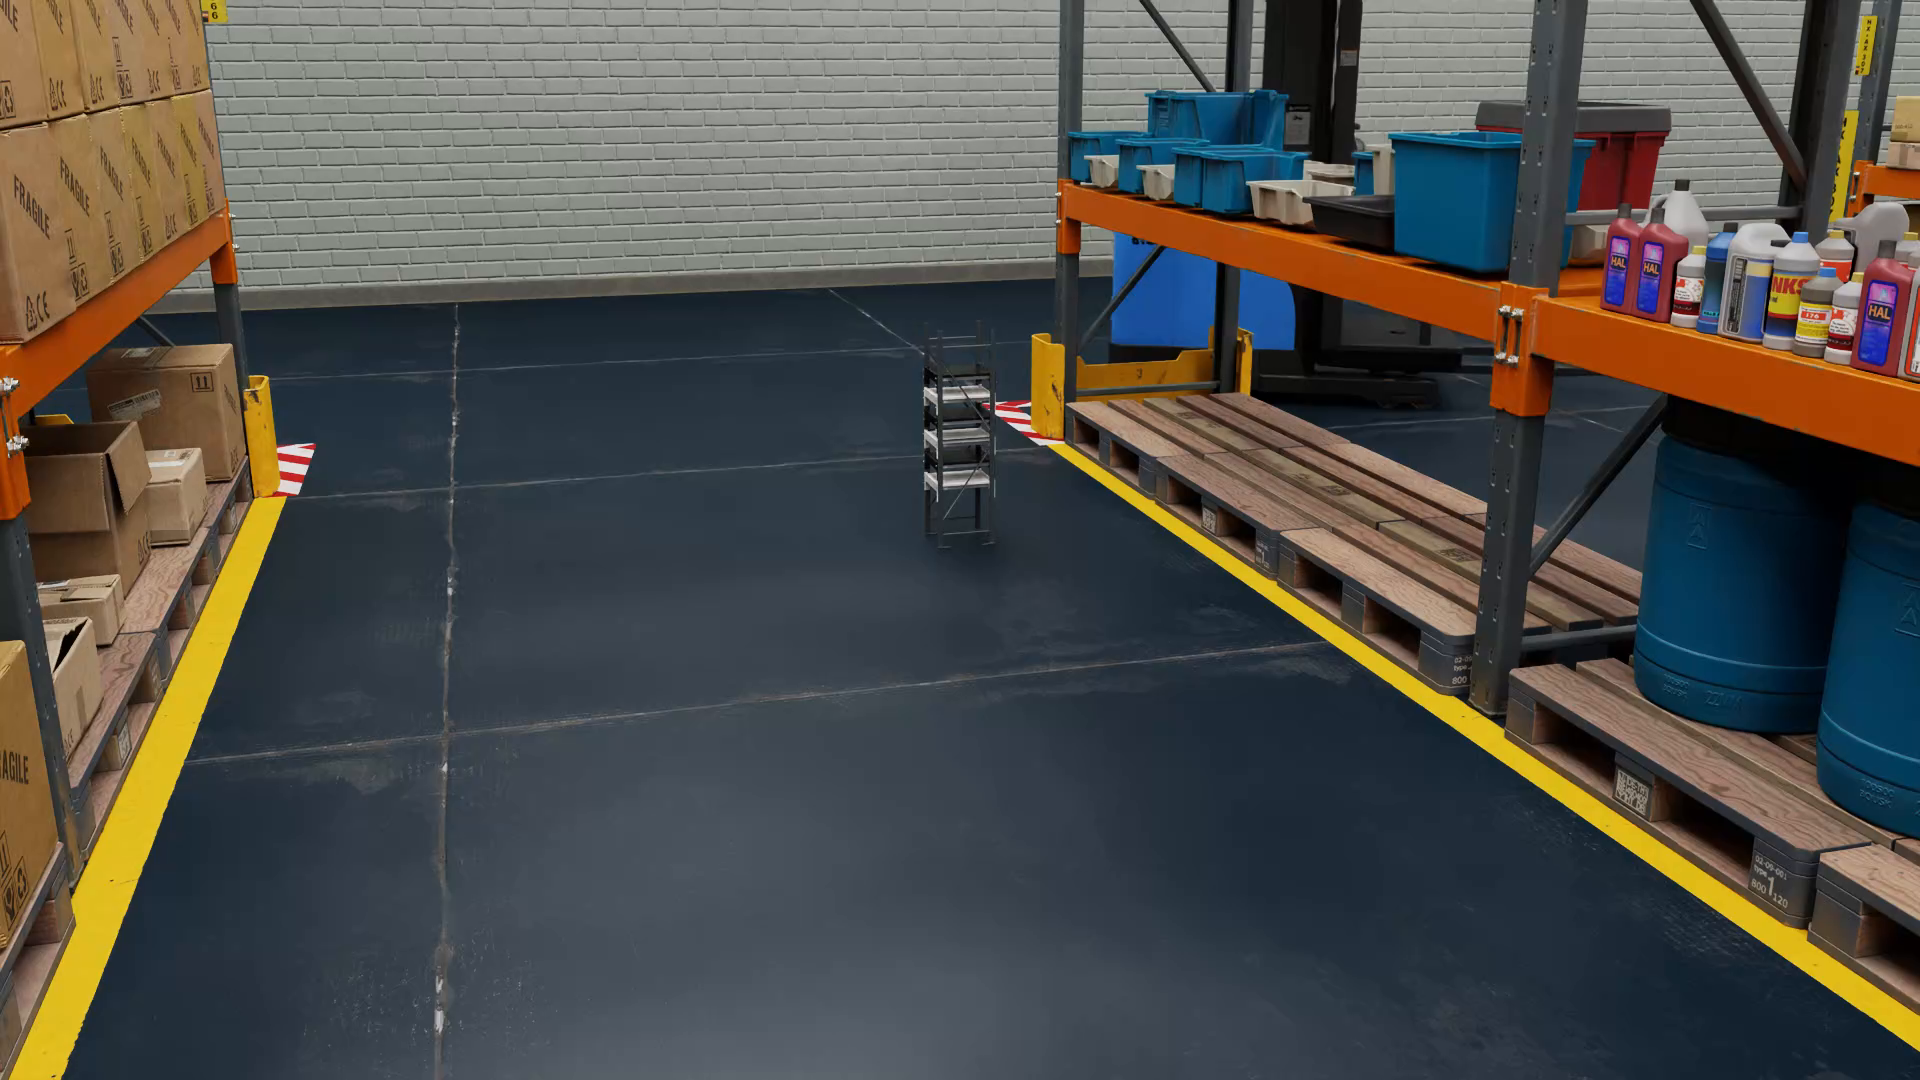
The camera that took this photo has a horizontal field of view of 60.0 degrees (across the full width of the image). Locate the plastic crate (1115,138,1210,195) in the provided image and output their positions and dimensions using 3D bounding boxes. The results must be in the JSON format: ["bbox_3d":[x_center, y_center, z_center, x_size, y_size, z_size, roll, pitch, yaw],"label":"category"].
[{"bbox_3d":[0.926,-1.720,7.652,0.416,0.233,0.300,-5,17,-15],"label":"plastic crate"}]

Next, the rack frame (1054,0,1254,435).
[{"bbox_3d":[0.994,-2.048,8.557,1.000,3.000,0.127,-5,17,-15],"label":"rack frame"}]

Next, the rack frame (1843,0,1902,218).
[{"bbox_3d":[5.757,-2.440,9.860,1.000,3.000,0.127,-5,17,-15],"label":"rack frame"}]

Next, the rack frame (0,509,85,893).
[{"bbox_3d":[-2.670,-0.551,3.573,1.000,3.000,0.127,-5,17,-15],"label":"rack frame"}]

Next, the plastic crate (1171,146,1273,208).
[{"bbox_3d":[1.107,-1.538,7.046,0.416,0.233,0.300,-5,17,-15],"label":"plastic crate"}]

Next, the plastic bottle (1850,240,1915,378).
[{"bbox_3d":[2.028,-0.505,3.622,0.061,0.283,0.133,-5,17,-15],"label":"plastic bottle"}]

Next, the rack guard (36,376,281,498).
[{"bbox_3d":[-3.749,-0.439,7.546,1.175,0.500,0.348,-5,17,-15],"label":"rack guard"}]

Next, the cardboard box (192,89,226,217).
[{"bbox_3d":[-3.385,-1.603,6.901,0.500,0.500,0.500,-4,17,-14],"label":"cardboard box"}]

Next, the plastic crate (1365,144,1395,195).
[{"bbox_3d":[1.851,-1.351,6.336,0.437,0.282,0.530,-5,17,-15],"label":"plastic crate"}]

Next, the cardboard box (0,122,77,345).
[{"bbox_3d":[-2.548,-0.762,4.100,0.500,0.500,0.500,-4,17,-14],"label":"cardboard box"}]

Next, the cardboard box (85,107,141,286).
[{"bbox_3d":[-2.827,-1.042,5.032,0.500,0.500,0.500,-5,17,-16],"label":"cardboard box"}]

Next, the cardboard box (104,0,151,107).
[{"bbox_3d":[-2.955,-1.658,5.347,0.500,0.500,0.500,-4,17,-14],"label":"cardboard box"}]

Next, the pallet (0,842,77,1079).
[{"bbox_3d":[-2.410,1.006,3.235,1.003,0.211,1.213,-5,17,-15],"label":"pallet"}]

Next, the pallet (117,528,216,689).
[{"bbox_3d":[-3.197,0.256,5.732,1.003,0.211,1.213,-5,17,-15],"label":"pallet"}]

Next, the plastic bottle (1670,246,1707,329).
[{"bbox_3d":[1.870,-0.644,4.228,0.097,0.201,0.097,0,17,0],"label":"plastic bottle"}]

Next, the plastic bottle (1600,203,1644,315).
[{"bbox_3d":[1.784,-0.751,4.440,0.061,0.283,0.133,-5,17,-15],"label":"plastic bottle"}]

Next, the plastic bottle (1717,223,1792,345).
[{"bbox_3d":[1.955,-0.623,4.028,0.152,0.276,0.135,-5,17,-15],"label":"plastic bottle"}]

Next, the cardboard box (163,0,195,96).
[{"bbox_3d":[-3.243,-1.943,6.296,0.500,0.500,0.500,-4,17,-14],"label":"cardboard box"}]

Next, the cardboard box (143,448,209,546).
[{"bbox_3d":[-3.151,-0.155,6.270,0.500,0.250,0.500,-5,17,-15],"label":"cardboard box"}]

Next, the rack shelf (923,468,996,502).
[{"bbox_3d":[-0.002,-0.229,6.891,0.258,0.077,0.200,-5,17,-15],"label":"rack shelf"}]

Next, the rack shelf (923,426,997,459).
[{"bbox_3d":[-0.002,-0.401,6.840,0.258,0.077,0.200,-5,17,-15],"label":"rack shelf"}]

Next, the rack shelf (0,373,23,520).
[{"bbox_3d":[-2.120,0.347,1.835,1.077,0.370,4.000,-5,17,-15],"label":"rack shelf"}]

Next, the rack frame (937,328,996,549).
[{"bbox_3d":[0.026,-0.405,6.736,0.240,0.900,0.006,-5,17,-15],"label":"rack frame"}]

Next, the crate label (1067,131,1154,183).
[{"bbox_3d":[0.746,-1.902,8.258,0.416,0.233,0.303,-5,17,-15],"label":"crate label"}]

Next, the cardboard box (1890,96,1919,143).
[{"bbox_3d":[5.629,-2.356,9.326,0.500,0.250,0.500,-5,17,-17],"label":"cardboard box"}]

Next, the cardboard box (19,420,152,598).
[{"bbox_3d":[-3.191,-0.086,5.597,0.797,0.503,0.637,-5,17,-15],"label":"cardboard box"}]

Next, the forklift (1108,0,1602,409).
[{"bbox_3d":[2.437,-2.309,9.544,3.031,2.935,1.130,3,17,10],"label":"forklift"}]

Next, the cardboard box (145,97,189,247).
[{"bbox_3d":[-3.107,-1.321,5.964,0.500,0.500,0.500,-5,17,-15],"label":"cardboard box"}]

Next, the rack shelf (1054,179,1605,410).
[{"bbox_3d":[1.544,-1.150,6.818,1.077,0.370,4.000,-5,17,-15],"label":"rack shelf"}]

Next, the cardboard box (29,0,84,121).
[{"bbox_3d":[-2.671,-1.373,4.398,0.500,0.500,0.500,-5,18,-17],"label":"cardboard box"}]

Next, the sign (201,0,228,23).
[{"bbox_3d":[-3.230,-2.402,7.172,0.100,0.325,0.005,-5,17,-15],"label":"sign"}]

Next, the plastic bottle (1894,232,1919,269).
[{"bbox_3d":[2.571,-0.733,4.524,0.097,0.201,0.097,0,17,0],"label":"plastic bottle"}]

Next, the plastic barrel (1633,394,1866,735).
[{"bbox_3d":[2.227,0.014,4.609,0.600,0.901,0.708,-5,17,-15],"label":"plastic barrel"}]

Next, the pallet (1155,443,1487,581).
[{"bbox_3d":[1.515,-0.145,7.067,1.003,0.211,1.213,-5,17,-15],"label":"pallet"}]

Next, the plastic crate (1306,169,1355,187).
[{"bbox_3d":[1.657,-1.503,7.094,0.298,0.136,0.250,-5,17,-15],"label":"plastic crate"}]

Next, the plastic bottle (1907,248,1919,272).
[{"bbox_3d":[2.549,-0.692,4.386,0.097,0.201,0.097,0,17,0],"label":"plastic bottle"}]

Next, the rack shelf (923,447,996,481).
[{"bbox_3d":[-0.002,-0.315,6.866,0.258,0.077,0.200,-5,17,-15],"label":"rack shelf"}]

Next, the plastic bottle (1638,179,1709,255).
[{"bbox_3d":[1.890,-0.784,4.434,0.144,0.351,0.185,-5,17,-15],"label":"plastic bottle"}]

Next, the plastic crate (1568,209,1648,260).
[{"bbox_3d":[2.103,-0.984,5.369,0.396,0.136,0.243,-5,17,-15],"label":"plastic crate"}]

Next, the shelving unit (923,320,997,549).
[{"bbox_3d":[-0.002,-0.433,6.830,0.258,0.900,0.210,-5,17,-15],"label":"shelving unit"}]

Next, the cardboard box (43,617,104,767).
[{"bbox_3d":[-2.577,0.393,4.340,0.500,0.311,0.500,-5,17,-15],"label":"cardboard box"}]

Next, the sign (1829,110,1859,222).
[{"bbox_3d":[2.623,-1.117,4.976,0.100,0.325,0.005,-5,17,-15],"label":"sign"}]

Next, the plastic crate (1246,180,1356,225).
[{"bbox_3d":[1.326,-1.302,6.427,0.293,0.136,0.466,-5,17,-15],"label":"plastic crate"}]

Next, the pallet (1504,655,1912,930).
[{"bbox_3d":[2.266,0.610,4.553,1.003,0.211,1.213,-5,17,-15],"label":"pallet"}]

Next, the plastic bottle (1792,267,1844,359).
[{"bbox_3d":[1.987,-0.526,3.835,0.097,0.201,0.097,0,17,0],"label":"plastic bottle"}]

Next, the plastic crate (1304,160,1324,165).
[{"bbox_3d":[1.458,-1.658,7.612,0.396,0.136,0.243,-5,17,-15],"label":"plastic crate"}]

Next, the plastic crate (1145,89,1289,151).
[{"bbox_3d":[1.266,-2.016,8.284,0.616,0.435,0.499,-5,17,-15],"label":"plastic crate"}]
